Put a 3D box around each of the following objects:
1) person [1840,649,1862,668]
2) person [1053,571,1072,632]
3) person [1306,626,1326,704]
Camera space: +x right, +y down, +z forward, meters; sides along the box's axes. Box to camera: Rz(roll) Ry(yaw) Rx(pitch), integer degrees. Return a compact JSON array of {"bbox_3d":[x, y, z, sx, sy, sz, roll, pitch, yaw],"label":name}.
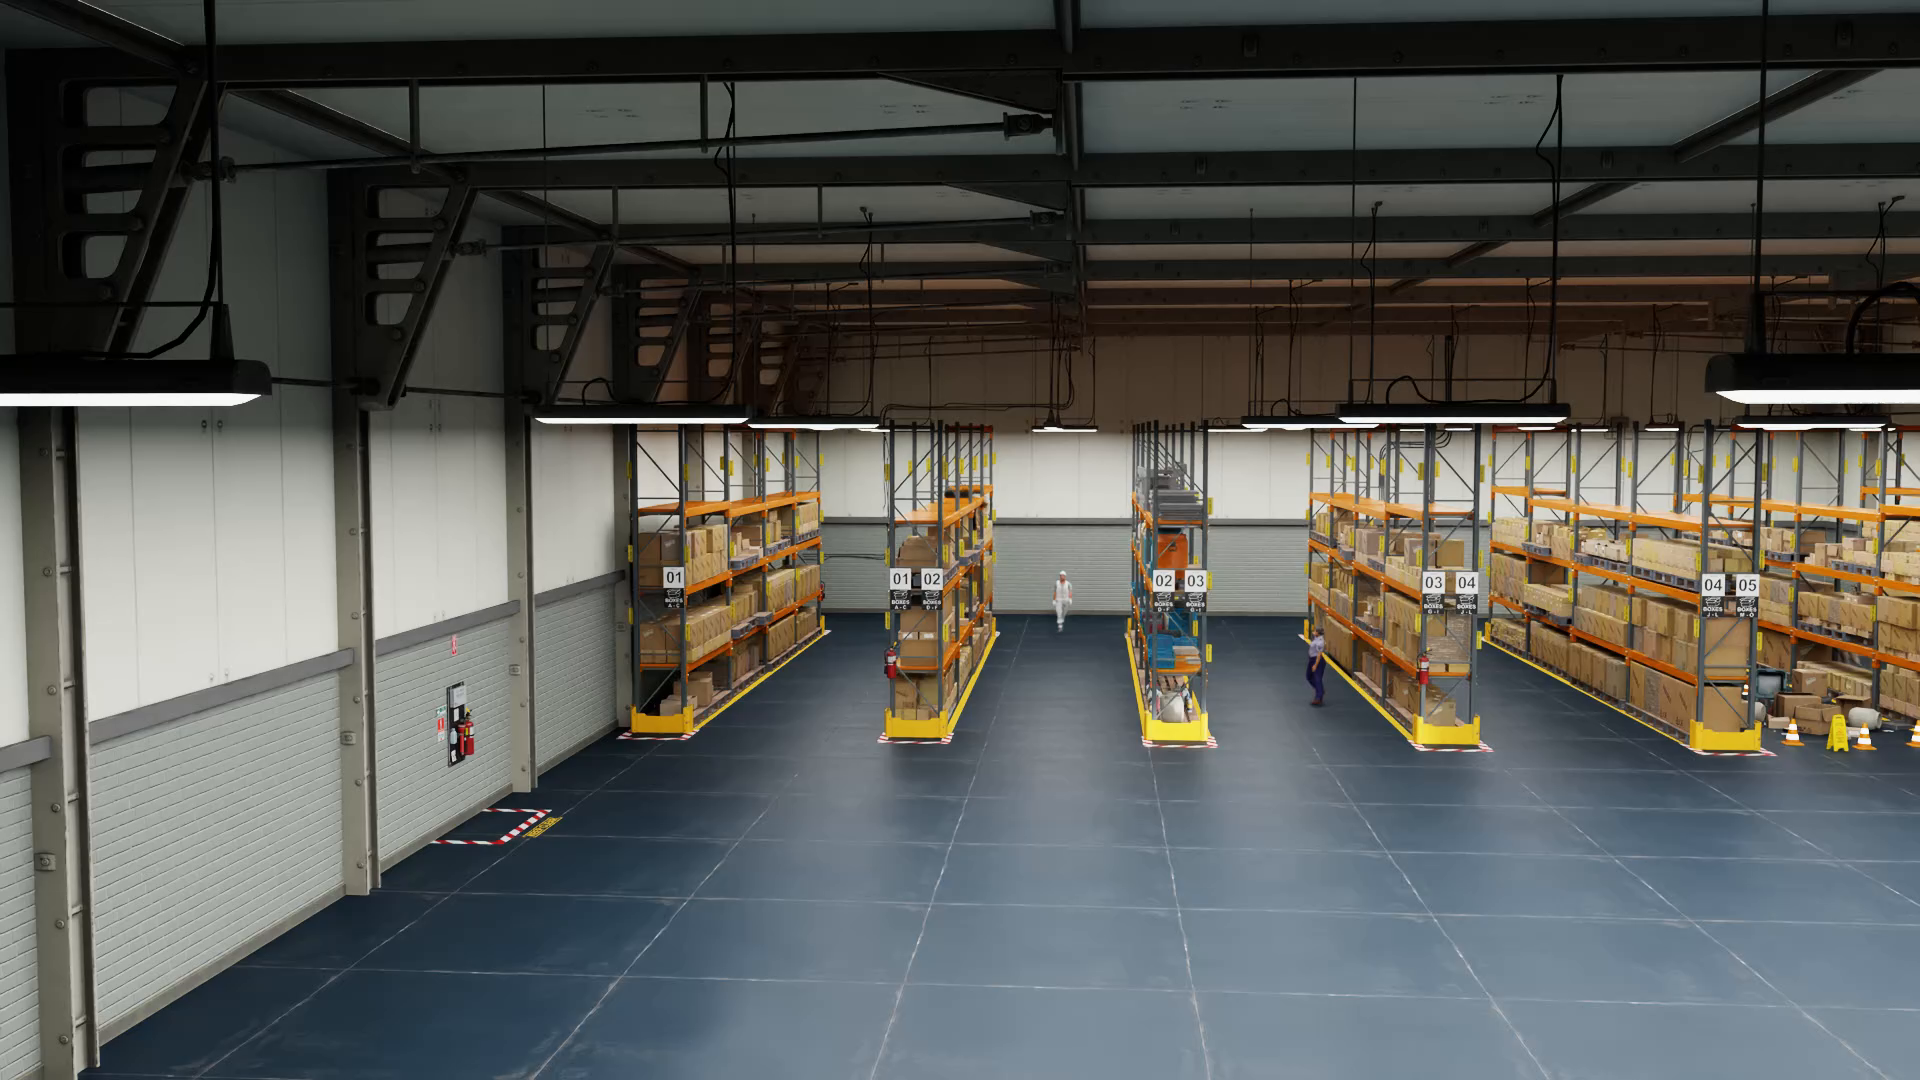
[{"bbox_3d":[21.544,2.356,40.292,0.584,1.741,0.559,-3,5,-38],"label":"person"},{"bbox_3d":[3.002,1.780,48.109,0.532,1.729,1.022,-1,4,-10],"label":"person"},{"bbox_3d":[7.647,2.651,35.531,0.422,1.656,0.579,0,4,-3],"label":"person"}]
